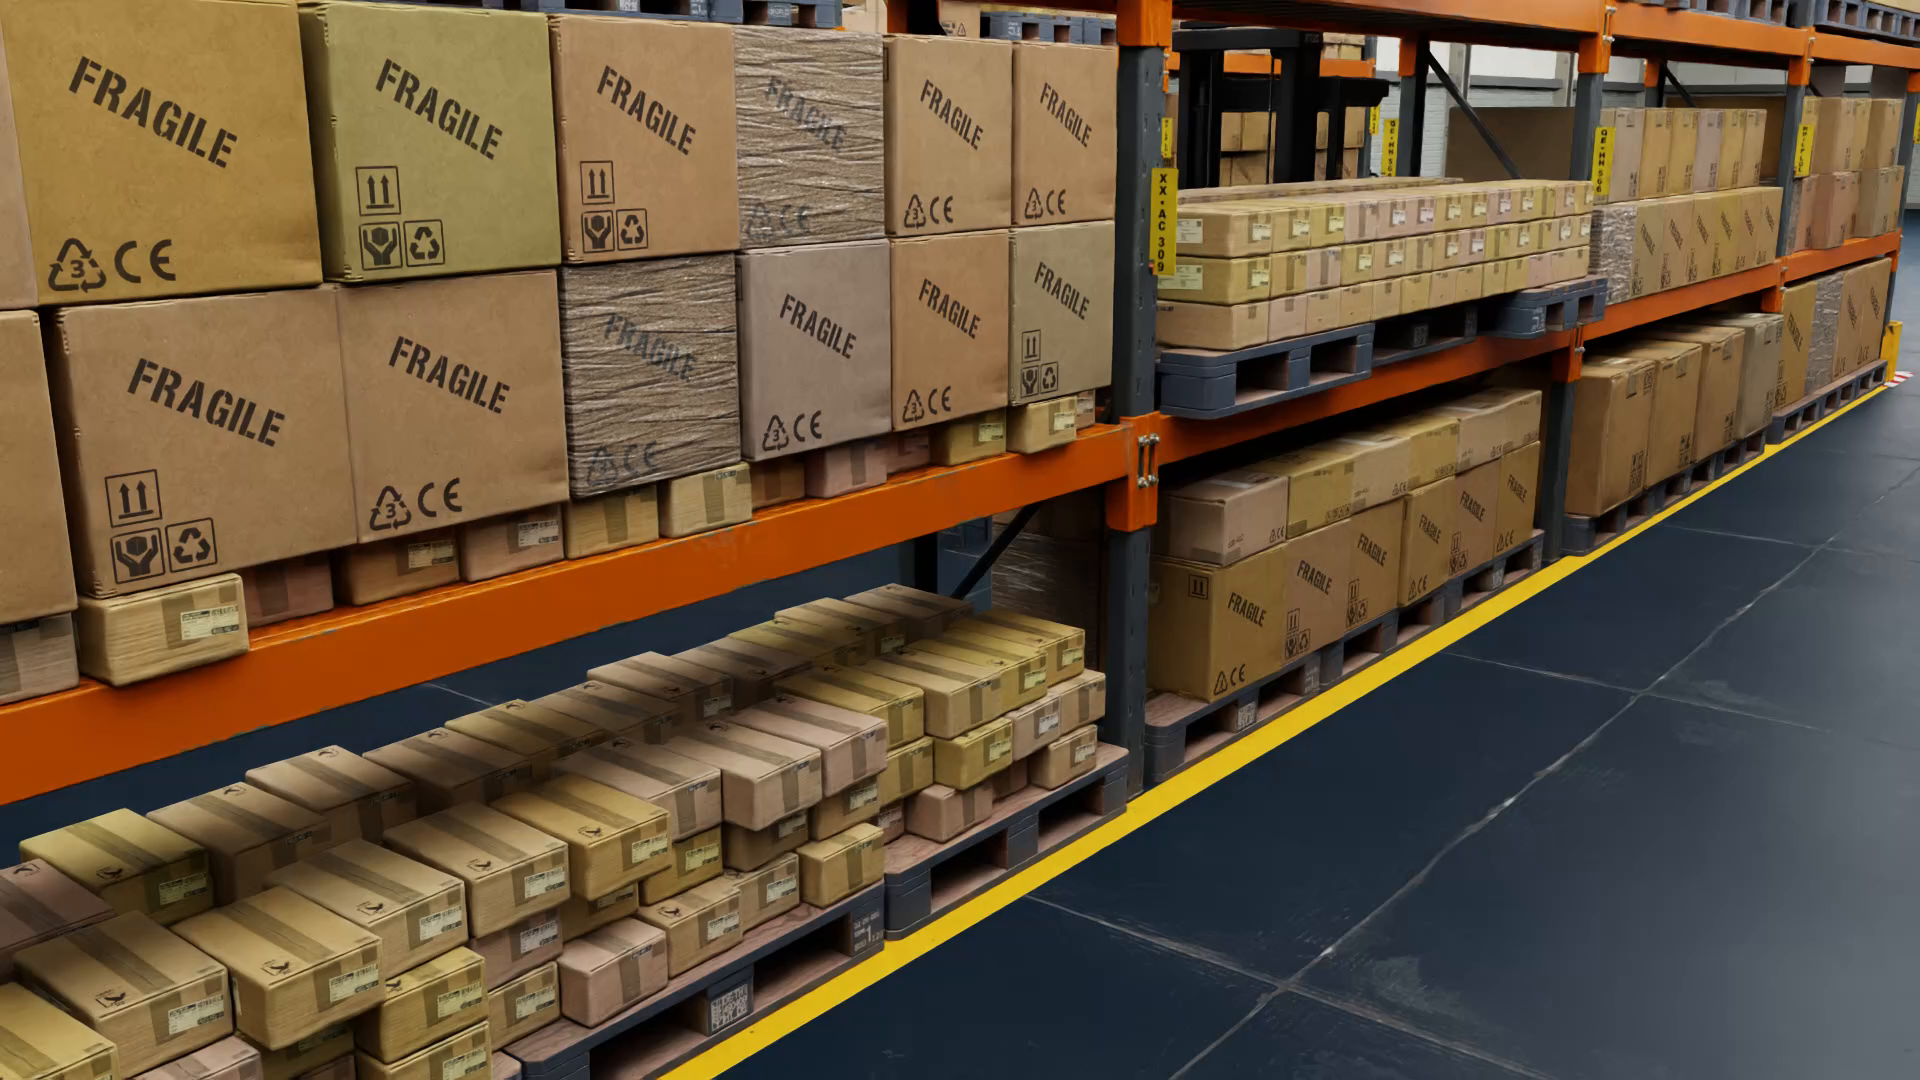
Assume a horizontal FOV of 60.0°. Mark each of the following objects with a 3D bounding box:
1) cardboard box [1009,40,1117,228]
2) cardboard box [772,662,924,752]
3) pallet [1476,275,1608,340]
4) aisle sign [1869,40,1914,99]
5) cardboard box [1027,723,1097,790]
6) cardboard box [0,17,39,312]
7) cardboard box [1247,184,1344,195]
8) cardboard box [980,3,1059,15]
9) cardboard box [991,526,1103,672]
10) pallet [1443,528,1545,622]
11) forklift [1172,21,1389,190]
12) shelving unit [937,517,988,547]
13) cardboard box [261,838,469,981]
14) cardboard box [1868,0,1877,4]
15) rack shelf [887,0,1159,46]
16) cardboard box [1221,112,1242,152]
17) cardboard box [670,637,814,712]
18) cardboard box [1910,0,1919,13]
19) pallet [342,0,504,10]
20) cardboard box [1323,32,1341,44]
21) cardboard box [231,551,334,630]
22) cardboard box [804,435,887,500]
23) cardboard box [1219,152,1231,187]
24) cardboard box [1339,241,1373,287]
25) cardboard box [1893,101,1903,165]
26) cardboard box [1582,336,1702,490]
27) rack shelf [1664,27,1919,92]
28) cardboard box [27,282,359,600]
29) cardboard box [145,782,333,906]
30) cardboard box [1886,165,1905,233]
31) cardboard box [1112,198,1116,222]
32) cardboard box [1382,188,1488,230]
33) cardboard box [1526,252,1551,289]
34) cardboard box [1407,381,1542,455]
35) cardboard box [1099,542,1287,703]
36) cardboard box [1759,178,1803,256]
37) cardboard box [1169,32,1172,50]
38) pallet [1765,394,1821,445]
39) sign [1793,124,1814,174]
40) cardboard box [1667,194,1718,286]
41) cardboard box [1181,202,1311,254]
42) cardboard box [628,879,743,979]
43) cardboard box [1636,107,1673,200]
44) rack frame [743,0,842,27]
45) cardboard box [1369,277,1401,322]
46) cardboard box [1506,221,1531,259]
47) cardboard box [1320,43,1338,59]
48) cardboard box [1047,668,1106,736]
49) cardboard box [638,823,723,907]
[{"bbox_3d":[0.115,-1.193,4.889,0.500,0.500,0.500,10,18,36],"label":"cardboard box"},{"bbox_3d":[-0.325,0.492,4.823,0.380,0.149,0.250,12,19,39],"label":"cardboard box"},{"bbox_3d":[2.349,-1.168,8.018,1.213,0.211,1.003,11,18,38],"label":"pallet"},{"bbox_3d":[8.020,-4.173,14.178,0.394,0.787,0.004,11,18,38],"label":"aisle sign"},{"bbox_3d":[0.219,0.658,5.377,0.380,0.149,0.250,12,18,38],"label":"cardboard box"},{"bbox_3d":[-1.825,-0.604,2.570,0.500,0.500,0.500,11,18,37],"label":"cardboard box"},{"bbox_3d":[1.448,-1.473,7.280,0.380,0.149,0.250,12,19,39],"label":"cardboard box"},{"bbox_3d":[0.417,-4.183,12.857,0.500,0.250,0.500,12,18,38],"label":"cardboard box"},{"bbox_3d":[0.469,0.179,6.548,0.500,0.500,0.500,11,18,36],"label":"cardboard box"},{"bbox_3d":[2.222,0.087,8.351,1.003,0.211,1.213,11,18,38],"label":"pallet"},{"bbox_3d":[2.196,-2.097,11.425,1.130,2.935,3.031,11,18,37],"label":"forklift"},{"bbox_3d":[-0.005,-0.435,9.006,0.258,0.900,0.210,11,18,38],"label":"shelving unit"},{"bbox_3d":[-1.291,0.800,3.610,0.380,0.149,0.250,10,17,35],"label":"cardboard box"},{"bbox_3d":[6.520,-4.025,12.238,0.380,0.149,0.250,11,18,38],"label":"cardboard box"},{"bbox_3d":[-1.057,-1.370,3.792,1.077,0.370,4.000,11,18,38],"label":"rack shelf"},{"bbox_3d":[2.098,-3.749,14.950,0.700,0.500,0.500,11,18,38],"label":"cardboard box"},{"bbox_3d":[-0.664,0.429,5.070,0.380,0.149,0.250,11,18,36],"label":"cardboard box"},{"bbox_3d":[7.477,-4.316,13.384,0.380,0.149,0.250,12,18,38],"label":"cardboard box"},{"bbox_3d":[-3.176,-2.939,8.895,0.805,0.209,1.217,10,18,35],"label":"pallet"},{"bbox_3d":[3.389,-4.984,16.258,0.500,0.250,0.500,11,18,37],"label":"cardboard box"},{"bbox_3d":[-1.460,0.059,3.307,0.380,0.149,0.250,12,19,40],"label":"cardboard box"},{"bbox_3d":[-0.418,-0.225,4.426,0.380,0.149,0.250,10,18,35],"label":"cardboard box"},{"bbox_3d":[2.105,-3.260,15.056,0.500,0.500,0.500,11,18,37],"label":"cardboard box"},{"bbox_3d":[1.292,-1.027,6.128,0.380,0.149,0.250,10,18,35],"label":"cardboard box"},{"bbox_3d":[7.479,-3.477,14.219,0.875,0.550,0.550,11,18,38],"label":"cardboard box"},{"bbox_3d":[3.714,-0.798,9.887,1.050,0.750,0.750,12,18,38],"label":"cardboard box"},{"bbox_3d":[6.485,-3.668,12.838,1.077,0.370,4.000,11,18,38],"label":"rack shelf"},{"bbox_3d":[-1.500,-0.224,3.105,0.500,0.500,0.500,11,18,38],"label":"cardboard box"},{"bbox_3d":[-1.700,0.719,3.928,0.380,0.149,0.250,10,18,35],"label":"cardboard box"},{"bbox_3d":[7.544,-2.940,14.301,0.875,0.550,0.550,11,18,38],"label":"cardboard box"},{"bbox_3d":[0.469,-1.177,6.111,0.380,0.149,0.250,11,18,36],"label":"cardboard box"},{"bbox_3d":[1.948,-1.372,6.880,0.380,0.149,0.250,12,19,40],"label":"cardboard box"},{"bbox_3d":[2.443,-1.233,7.543,0.380,0.149,0.250,12,18,38],"label":"cardboard box"},{"bbox_3d":[2.488,-0.598,8.084,0.500,0.250,0.500,11,18,36],"label":"cardboard box"},{"bbox_3d":[0.871,0.260,6.232,0.500,0.500,0.500,12,19,40],"label":"cardboard box"},{"bbox_3d":[5.451,-2.325,11.878,0.875,0.550,0.550,11,18,38],"label":"cardboard box"},{"bbox_3d":[1.705,-4.281,14.299,0.380,0.149,0.250,11,18,37],"label":"cardboard box"},{"bbox_3d":[5.767,-0.962,12.480,1.003,0.211,1.213,11,18,38],"label":"pallet"},{"bbox_3d":[5.656,-2.621,11.155,0.100,0.325,0.005,11,18,38],"label":"sign"},{"bbox_3d":[4.156,-1.796,9.897,0.500,0.500,0.500,11,18,37],"label":"cardboard box"},{"bbox_3d":[0.976,-1.077,5.717,0.380,0.149,0.250,12,18,39],"label":"cardboard box"},{"bbox_3d":[-0.774,0.947,4.239,0.380,0.149,0.250,11,18,38],"label":"cardboard box"},{"bbox_3d":[3.642,-2.227,9.563,0.700,0.500,0.500,11,18,37],"label":"cardboard box"},{"bbox_3d":[-1.199,-2.160,11.535,1.000,3.000,0.127,11,18,38],"label":"rack frame"},{"bbox_3d":[1.454,-0.932,6.356,0.380,0.149,0.250,10,18,35],"label":"cardboard box"},{"bbox_3d":[2.270,-1.325,7.298,0.380,0.149,0.250,11,18,38],"label":"cardboard box"},{"bbox_3d":[3.497,-4.815,16.401,0.380,0.149,0.250,12,19,39],"label":"cardboard box"},{"bbox_3d":[0.249,0.496,5.412,0.380,0.149,0.250,12,18,39],"label":"cardboard box"},{"bbox_3d":[-0.830,0.781,4.289,0.380,0.149,0.250,12,19,40],"label":"cardboard box"}]
